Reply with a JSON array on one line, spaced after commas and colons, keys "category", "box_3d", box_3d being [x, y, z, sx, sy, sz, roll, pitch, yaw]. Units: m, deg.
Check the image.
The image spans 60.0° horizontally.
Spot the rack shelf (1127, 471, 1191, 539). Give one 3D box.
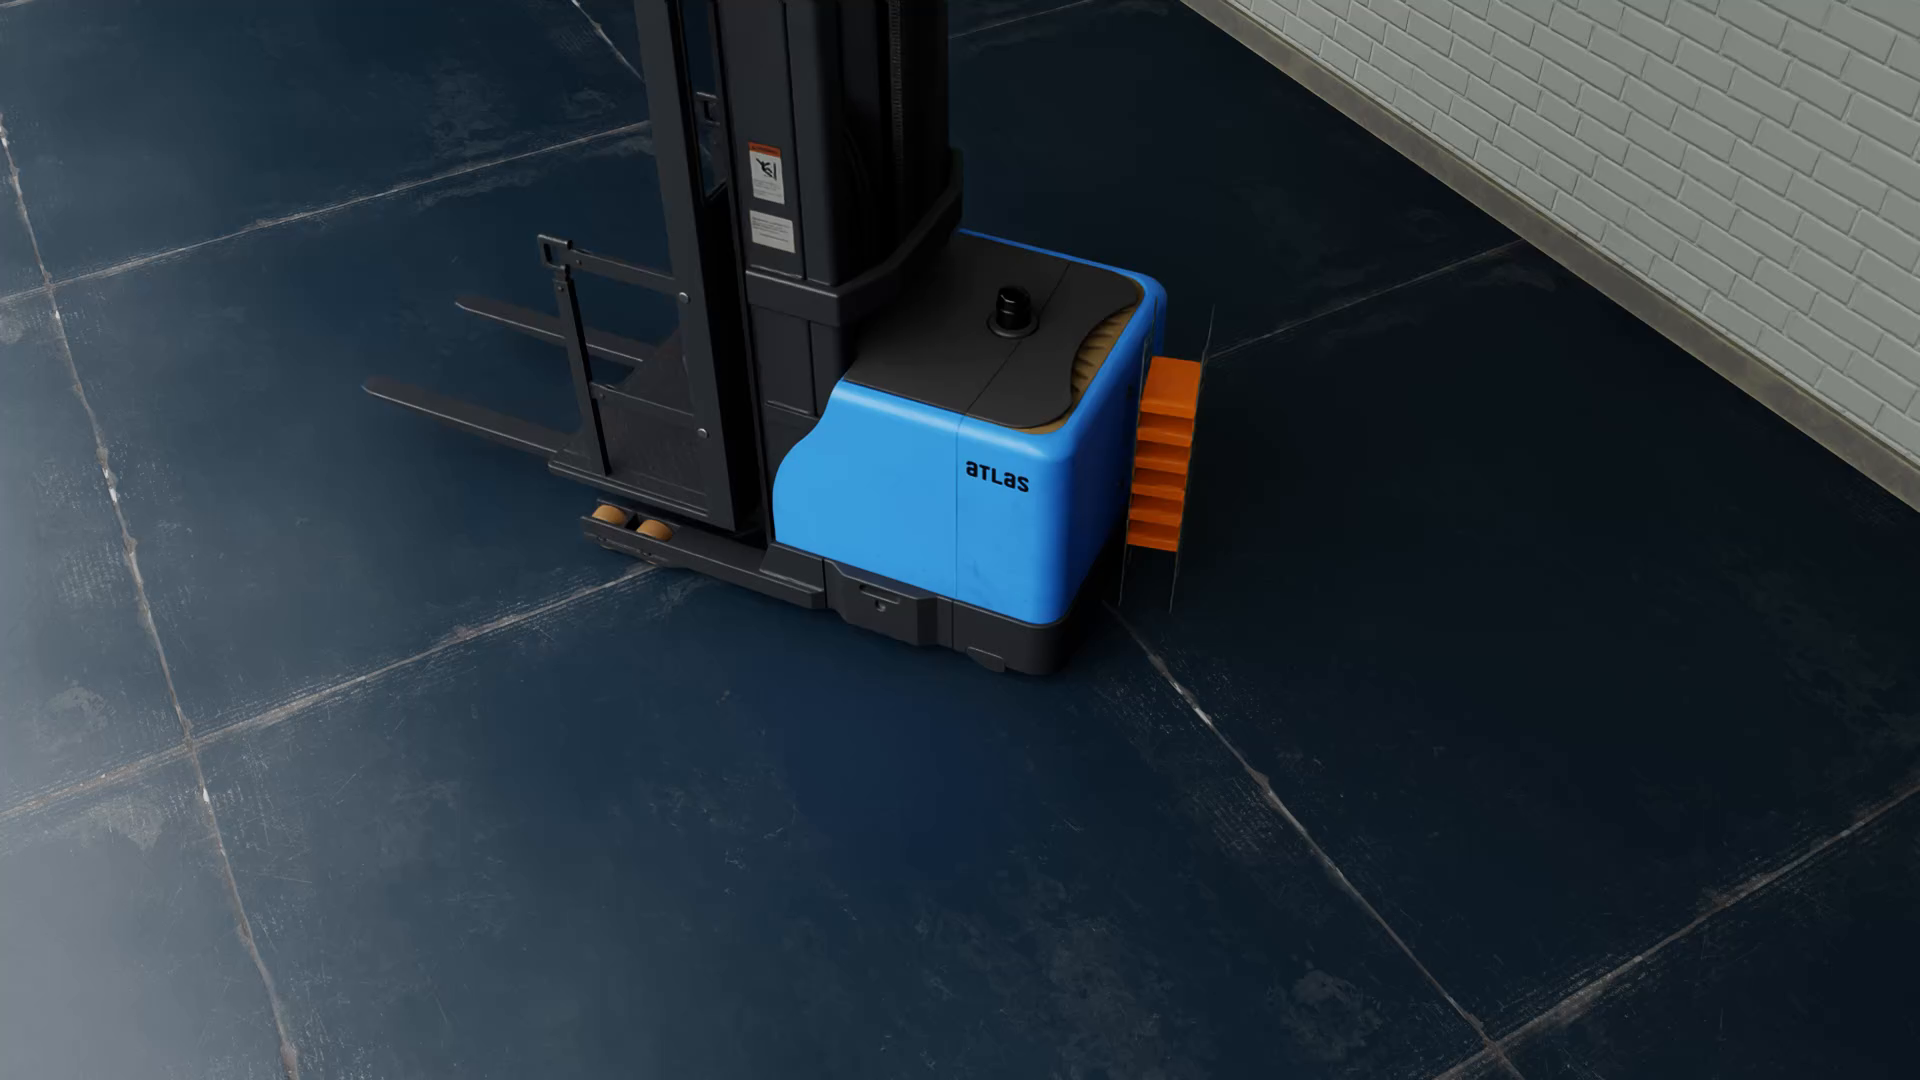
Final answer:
[{"category": "rack shelf", "box_3d": [0.693, -0.140, 5.768, 0.180, 0.103, 0.258, 10, 45, 10]}]

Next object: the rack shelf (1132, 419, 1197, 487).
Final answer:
[{"category": "rack shelf", "box_3d": [0.693, -0.311, 5.600, 0.180, 0.103, 0.258, 10, 45, 10]}]

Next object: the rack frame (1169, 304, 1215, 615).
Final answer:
[{"category": "rack frame", "box_3d": [0.782, -0.242, 5.638, 0.006, 1.200, 0.240, 10, 45, 10]}]

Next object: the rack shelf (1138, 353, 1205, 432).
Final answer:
[{"category": "rack shelf", "box_3d": [0.693, -0.483, 5.433, 0.180, 0.103, 0.258, 10, 45, 10]}]

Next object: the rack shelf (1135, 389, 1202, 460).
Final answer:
[{"category": "rack shelf", "box_3d": [0.693, -0.397, 5.516, 0.180, 0.103, 0.258, 10, 45, 10]}]

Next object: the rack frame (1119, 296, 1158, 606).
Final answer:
[{"category": "rack frame", "box_3d": [0.604, -0.272, 5.668, 0.006, 1.200, 0.240, 10, 45, 10]}]

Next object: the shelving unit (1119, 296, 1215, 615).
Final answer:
[{"category": "shelving unit", "box_3d": [0.693, -0.257, 5.653, 0.189, 1.200, 0.258, 10, 45, 10]}]

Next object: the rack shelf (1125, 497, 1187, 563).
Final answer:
[{"category": "rack shelf", "box_3d": [0.693, -0.054, 5.852, 0.180, 0.103, 0.258, 10, 45, 10]}]

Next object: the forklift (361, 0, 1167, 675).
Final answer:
[{"category": "forklift", "box_3d": [-0.846, -1.279, 5.463, 3.031, 2.935, 1.130, 17, 47, 17]}]

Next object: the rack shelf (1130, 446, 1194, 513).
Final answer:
[{"category": "rack shelf", "box_3d": [0.693, -0.226, 5.684, 0.180, 0.103, 0.258, 10, 45, 10]}]
